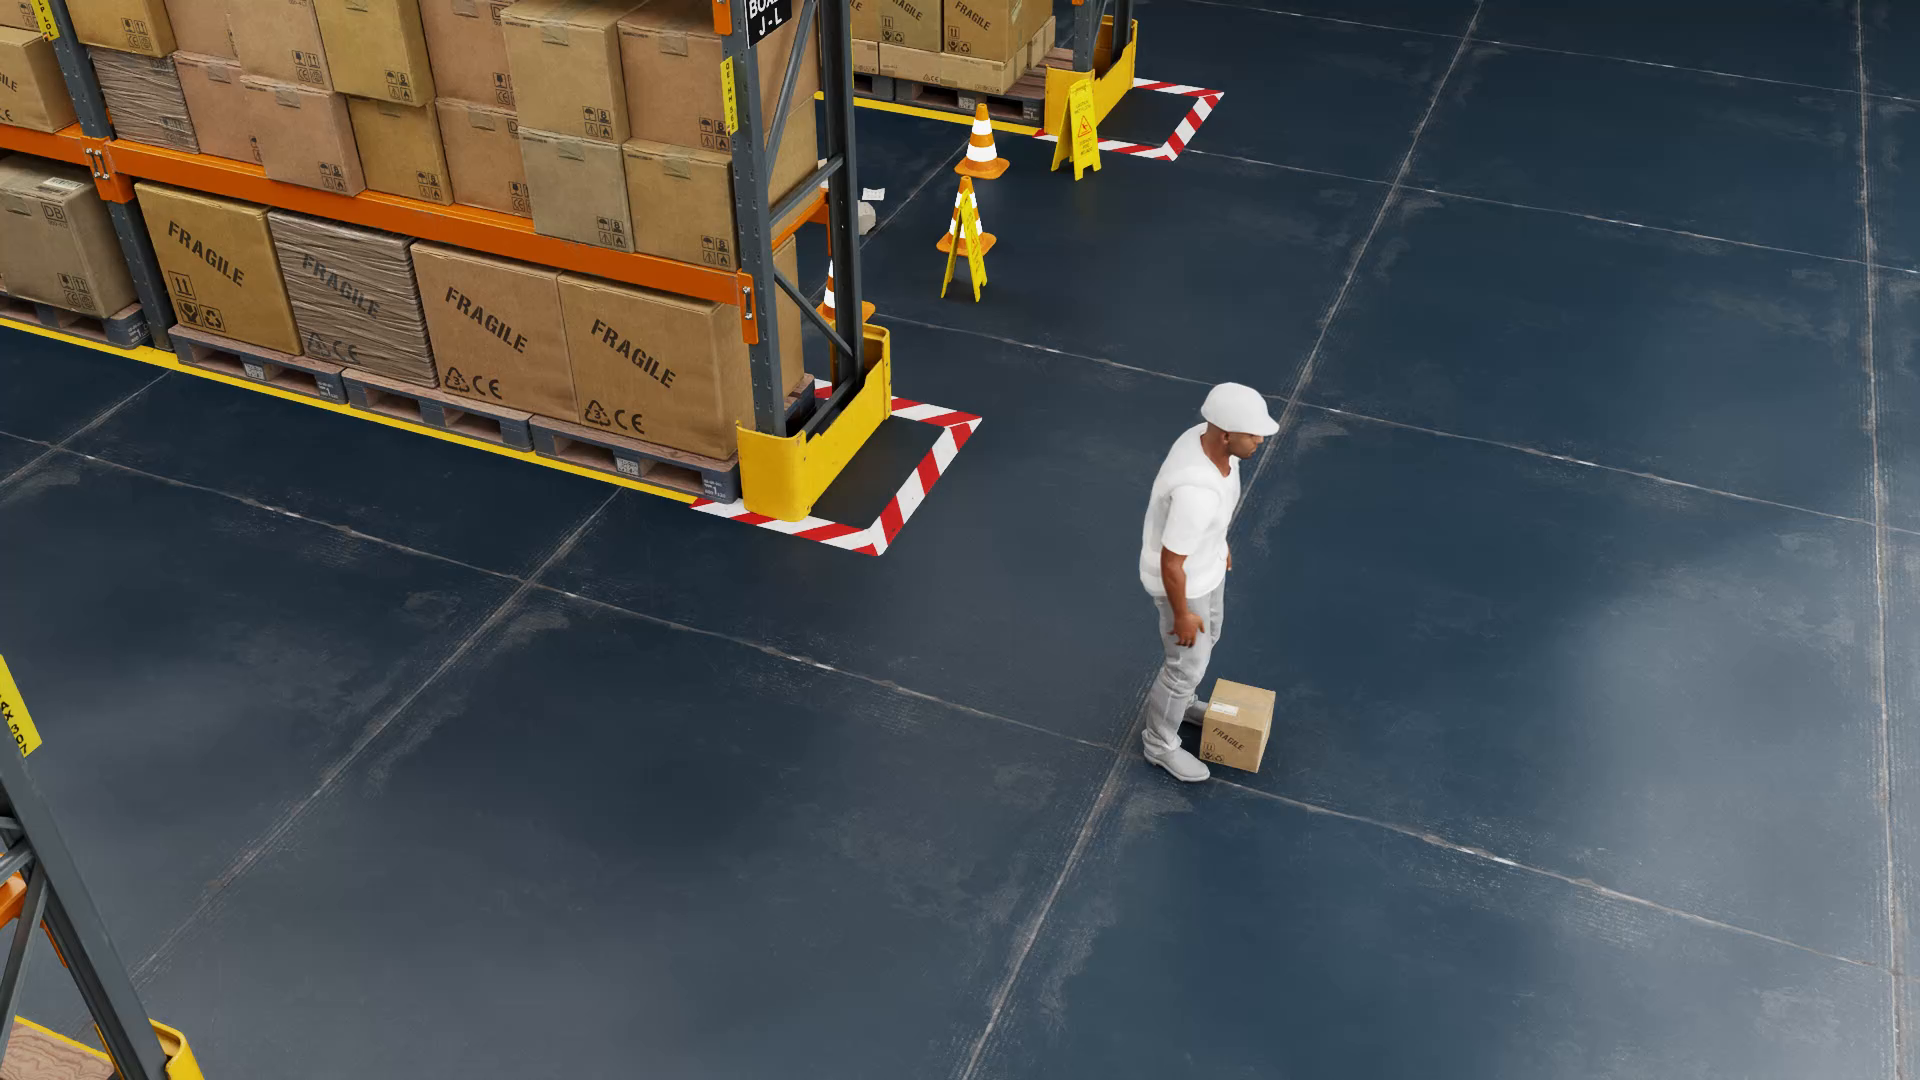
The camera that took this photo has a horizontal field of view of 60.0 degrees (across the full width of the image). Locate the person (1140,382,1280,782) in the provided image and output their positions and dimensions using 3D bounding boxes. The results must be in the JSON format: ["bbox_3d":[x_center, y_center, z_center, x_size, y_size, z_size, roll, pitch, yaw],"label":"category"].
[{"bbox_3d":[0.953,0.138,6.624,0.463,1.759,0.630,12,39,15],"label":"person"}]
